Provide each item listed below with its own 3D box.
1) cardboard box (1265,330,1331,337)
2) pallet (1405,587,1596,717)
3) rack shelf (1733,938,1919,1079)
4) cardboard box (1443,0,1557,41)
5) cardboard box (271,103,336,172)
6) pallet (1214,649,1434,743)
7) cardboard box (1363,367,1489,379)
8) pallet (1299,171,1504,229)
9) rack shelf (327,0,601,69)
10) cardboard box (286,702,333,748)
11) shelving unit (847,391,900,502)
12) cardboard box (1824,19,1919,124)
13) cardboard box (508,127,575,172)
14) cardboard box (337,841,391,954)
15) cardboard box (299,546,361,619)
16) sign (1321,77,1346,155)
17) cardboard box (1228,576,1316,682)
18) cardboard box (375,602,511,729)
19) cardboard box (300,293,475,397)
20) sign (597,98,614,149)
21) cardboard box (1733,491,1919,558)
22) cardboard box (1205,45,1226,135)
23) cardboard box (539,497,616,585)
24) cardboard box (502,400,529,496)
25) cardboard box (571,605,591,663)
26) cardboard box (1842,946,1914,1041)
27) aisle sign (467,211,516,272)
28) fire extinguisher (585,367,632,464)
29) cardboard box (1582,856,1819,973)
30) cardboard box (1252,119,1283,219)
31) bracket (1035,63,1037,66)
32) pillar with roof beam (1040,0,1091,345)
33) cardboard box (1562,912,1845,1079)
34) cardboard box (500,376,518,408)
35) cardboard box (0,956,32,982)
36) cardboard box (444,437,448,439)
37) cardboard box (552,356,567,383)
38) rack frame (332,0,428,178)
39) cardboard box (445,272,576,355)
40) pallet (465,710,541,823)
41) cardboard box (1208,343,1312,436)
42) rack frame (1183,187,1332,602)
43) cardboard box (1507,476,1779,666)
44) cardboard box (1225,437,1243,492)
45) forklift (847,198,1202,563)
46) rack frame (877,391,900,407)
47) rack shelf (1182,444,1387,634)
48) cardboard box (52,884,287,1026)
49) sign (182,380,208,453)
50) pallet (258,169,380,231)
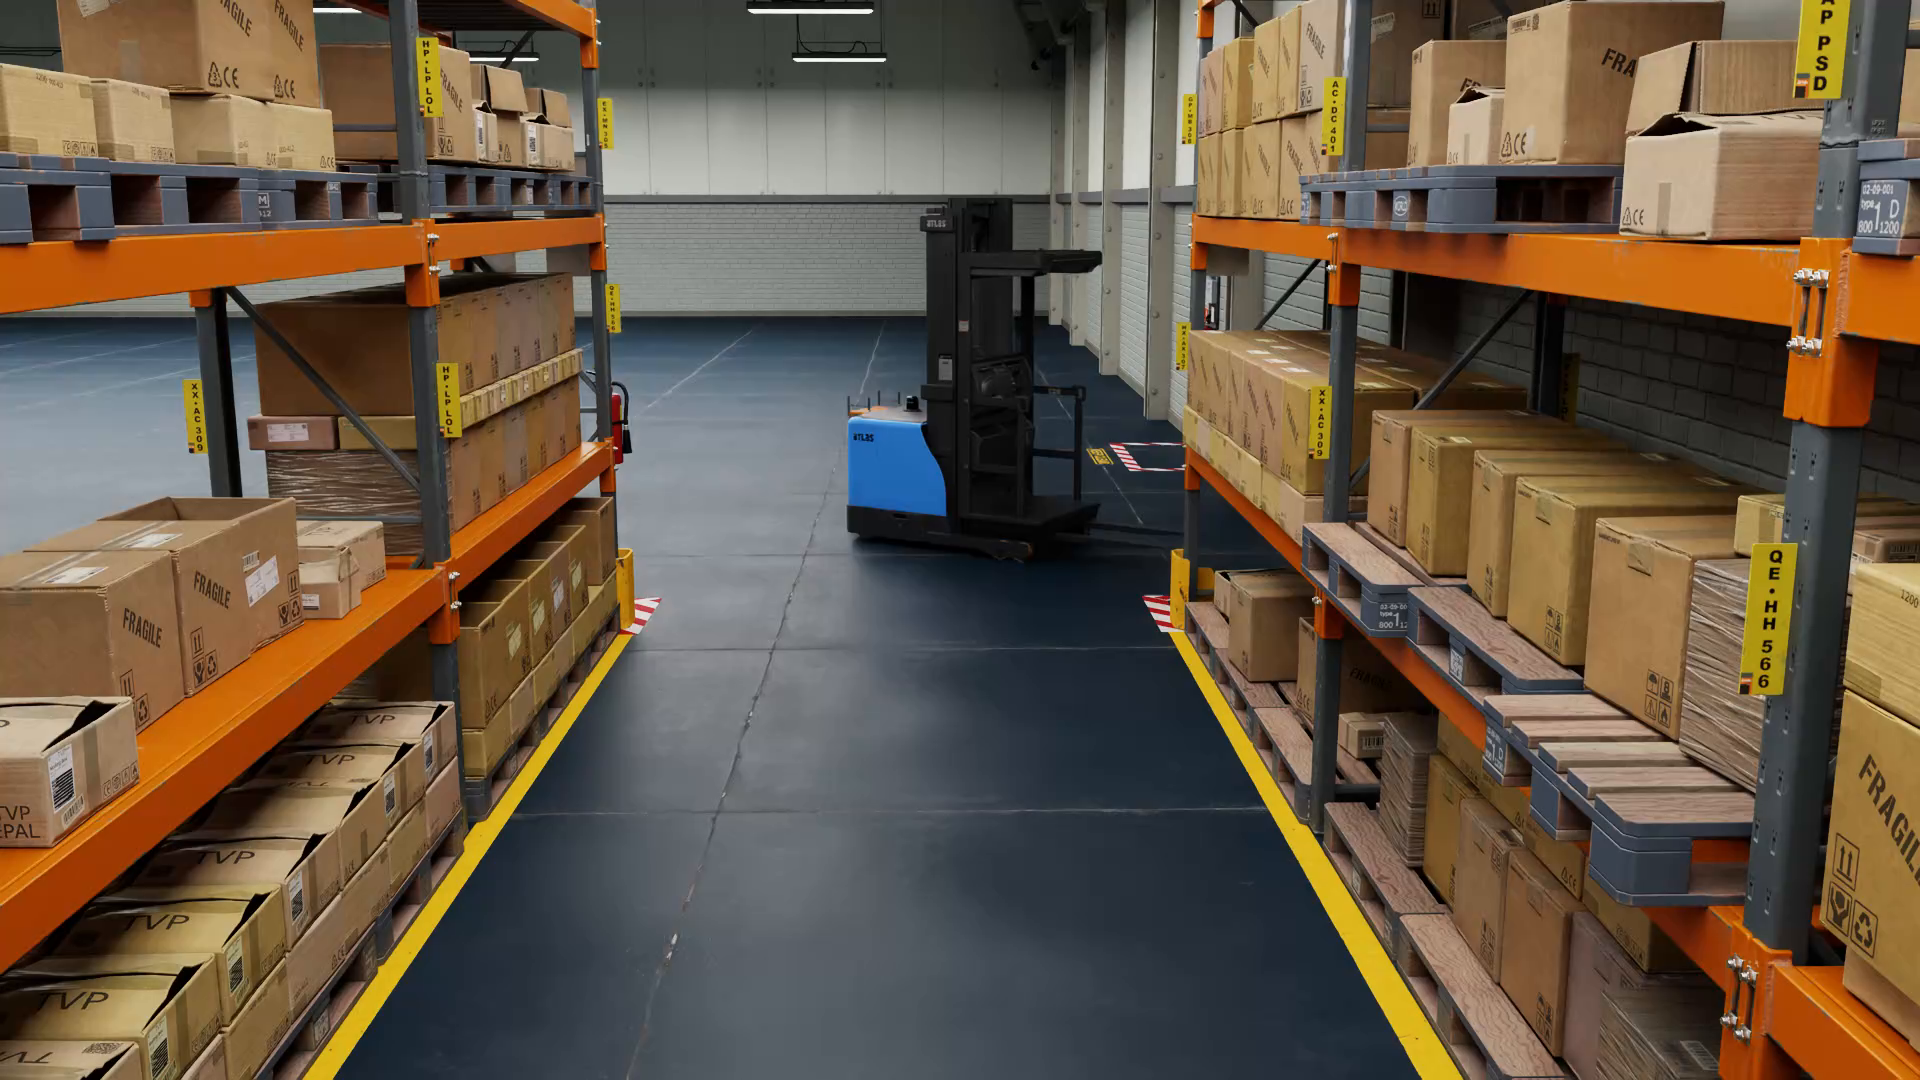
[{"bbox_3d":[2.293,-1.110,10.926,0.500,0.500,0.500,0,11,-2],"label":"cardboard box"},{"bbox_3d":[2.154,0.392,5.564,1.003,0.211,1.213,0,11,-1],"label":"pallet"},{"bbox_3d":[2.277,1.442,1.718,1.077,0.370,4.000,0,11,-1],"label":"rack shelf"},{"bbox_3d":[2.429,-2.221,7.602,0.500,0.500,0.500,0,11,0],"label":"cardboard box"},{"bbox_3d":[-2.796,-1.562,6.492,0.500,0.250,0.500,1,12,5],"label":"cardboard box"},{"bbox_3d":[2.076,0.887,9.658,1.003,0.211,1.213,0,11,-1],"label":"pallet"},{"bbox_3d":[2.345,-0.605,8.435,0.500,0.500,0.500,0,11,-1],"label":"cardboard box"},{"bbox_3d":[2.059,-1.358,6.639,1.213,0.211,1.003,0,11,-1],"label":"pallet"},{"bbox_3d":[-2.841,-2.872,8.896,1.077,0.370,4.000,0,11,-1],"label":"rack shelf"},{"bbox_3d":[-3.040,0.868,7.187,0.500,0.311,0.500,0,11,-1],"label":"cardboard box"},{"bbox_3d":[-0.779,-0.732,15.150,0.258,1.200,0.503,7,13,31],"label":"shelving unit"},{"bbox_3d":[2.451,-0.981,4.006,0.500,0.500,0.500,0,11,-1],"label":"cardboard box"},{"bbox_3d":[-2.595,-2.321,9.879,0.500,0.250,0.500,0,11,-1],"label":"cardboard box"},{"bbox_3d":[-2.481,1.343,6.256,0.500,0.250,0.500,0,11,0],"label":"cardboard box"},{"bbox_3d":[-2.598,0.157,6.577,0.396,0.266,0.258,-1,11,-3],"label":"cardboard box"},{"bbox_3d":[1.611,-1.823,7.157,0.100,0.325,0.005,0,11,-1],"label":"sign"},{"bbox_3d":[1.972,0.508,9.691,0.700,0.500,0.500,-1,12,-5],"label":"cardboard box"},{"bbox_3d":[-2.496,0.598,8.039,0.500,0.500,0.500,0,11,-1],"label":"cardboard box"},{"bbox_3d":[-2.827,-0.956,8.212,0.700,0.500,0.500,0,11,-1],"label":"cardboard box"},{"bbox_3d":[-2.339,-2.742,10.960,0.100,0.325,0.005,0,11,-1],"label":"sign"},{"bbox_3d":[2.177,-0.023,4.140,0.380,0.149,0.250,-2,12,-11],"label":"cardboard box"},{"bbox_3d":[1.795,-2.740,10.160,0.500,0.500,0.500,0,11,-2],"label":"cardboard box"},{"bbox_3d":[-2.574,0.002,10.978,0.500,0.500,0.500,0,11,-1],"label":"cardboard box"},{"bbox_3d":[-2.851,-0.526,9.356,0.700,0.500,0.500,0,11,1],"label":"cardboard box"},{"bbox_3d":[-2.541,0.568,10.073,0.500,0.250,0.500,0,11,-1],"label":"cardboard box"},{"bbox_3d":[2.011,0.871,3.302,0.380,0.149,0.250,0,11,-2],"label":"cardboard box"},{"bbox_3d":[-3.190,-2.163,11.140,0.394,0.787,0.004,0,11,-1],"label":"aisle sign"},{"bbox_3d":[-2.420,-0.865,11.474,0.296,0.674,0.183,0,11,-1],"label":"fire extinguisher"},{"bbox_3d":[2.220,1.077,5.001,0.500,0.250,0.500,0,11,0],"label":"cardboard box"},{"bbox_3d":[1.848,-1.942,8.743,0.500,0.500,0.500,-1,11,-3],"label":"cardboard box"},{"bbox_3d":[1.930,-11.866,41.360,0.076,0.066,3.189,0,11,-1],"label":"bracket"},{"bbox_3d":[-1.850,-8.456,33.609,9.100,9.000,0.548,0,11,-1],"label":"pillar with roof beam"},{"bbox_3d":[2.274,1.455,5.022,0.700,0.500,0.500,0,11,-1],"label":"cardboard box"},{"bbox_3d":[-2.647,-0.812,9.132,0.380,0.149,0.250,0,11,-2],"label":"cardboard box"},{"bbox_3d":[-2.991,1.373,4.695,0.500,0.311,0.500,0,11,-2],"label":"cardboard box"},{"bbox_3d":[-2.617,-0.554,7.860,0.380,0.149,0.250,0,11,0],"label":"cardboard box"},{"bbox_3d":[-2.672,-1.067,10.389,0.380,0.149,0.250,0,11,-2],"label":"cardboard box"},{"bbox_3d":[-2.799,-3.023,6.825,1.000,3.000,0.127,0,11,-1],"label":"rack frame"},{"bbox_3d":[-2.884,-1.459,10.692,0.700,0.500,0.500,0,11,-1],"label":"cardboard box"},{"bbox_3d":[-2.774,1.126,8.479,1.003,0.211,1.213,0,11,-1],"label":"pallet"},{"bbox_3d":[1.784,-0.905,9.918,0.500,0.500,0.500,-1,11,-3],"label":"cardboard box"},{"bbox_3d":[2.070,-0.899,11.445,1.000,3.000,0.127,0,11,-1],"label":"rack frame"},{"bbox_3d":[2.168,0.086,5.233,0.700,0.500,0.500,0,11,-1],"label":"cardboard box"},{"bbox_3d":[1.801,-0.432,9.470,0.500,0.250,0.500,0,11,-1],"label":"cardboard box"},{"bbox_3d":[0.534,-1.371,13.945,3.031,2.935,1.130,7,13,31],"label":"forklift"},{"bbox_3d":[-0.652,-0.774,15.355,0.240,1.200,0.015,7,13,31],"label":"rack frame"},{"bbox_3d":[2.112,-0.149,9.557,1.077,0.370,4.000,0,11,-1],"label":"rack shelf"},{"bbox_3d":[-2.462,1.268,5.211,0.500,0.311,0.500,-1,11,-3],"label":"cardboard box"},{"bbox_3d":[-3.354,-0.543,7.315,0.100,0.325,0.005,0,11,-1],"label":"sign"},{"bbox_3d":[-2.768,-1.284,6.278,0.805,0.209,1.217,-1,11,-3],"label":"pallet"}]
